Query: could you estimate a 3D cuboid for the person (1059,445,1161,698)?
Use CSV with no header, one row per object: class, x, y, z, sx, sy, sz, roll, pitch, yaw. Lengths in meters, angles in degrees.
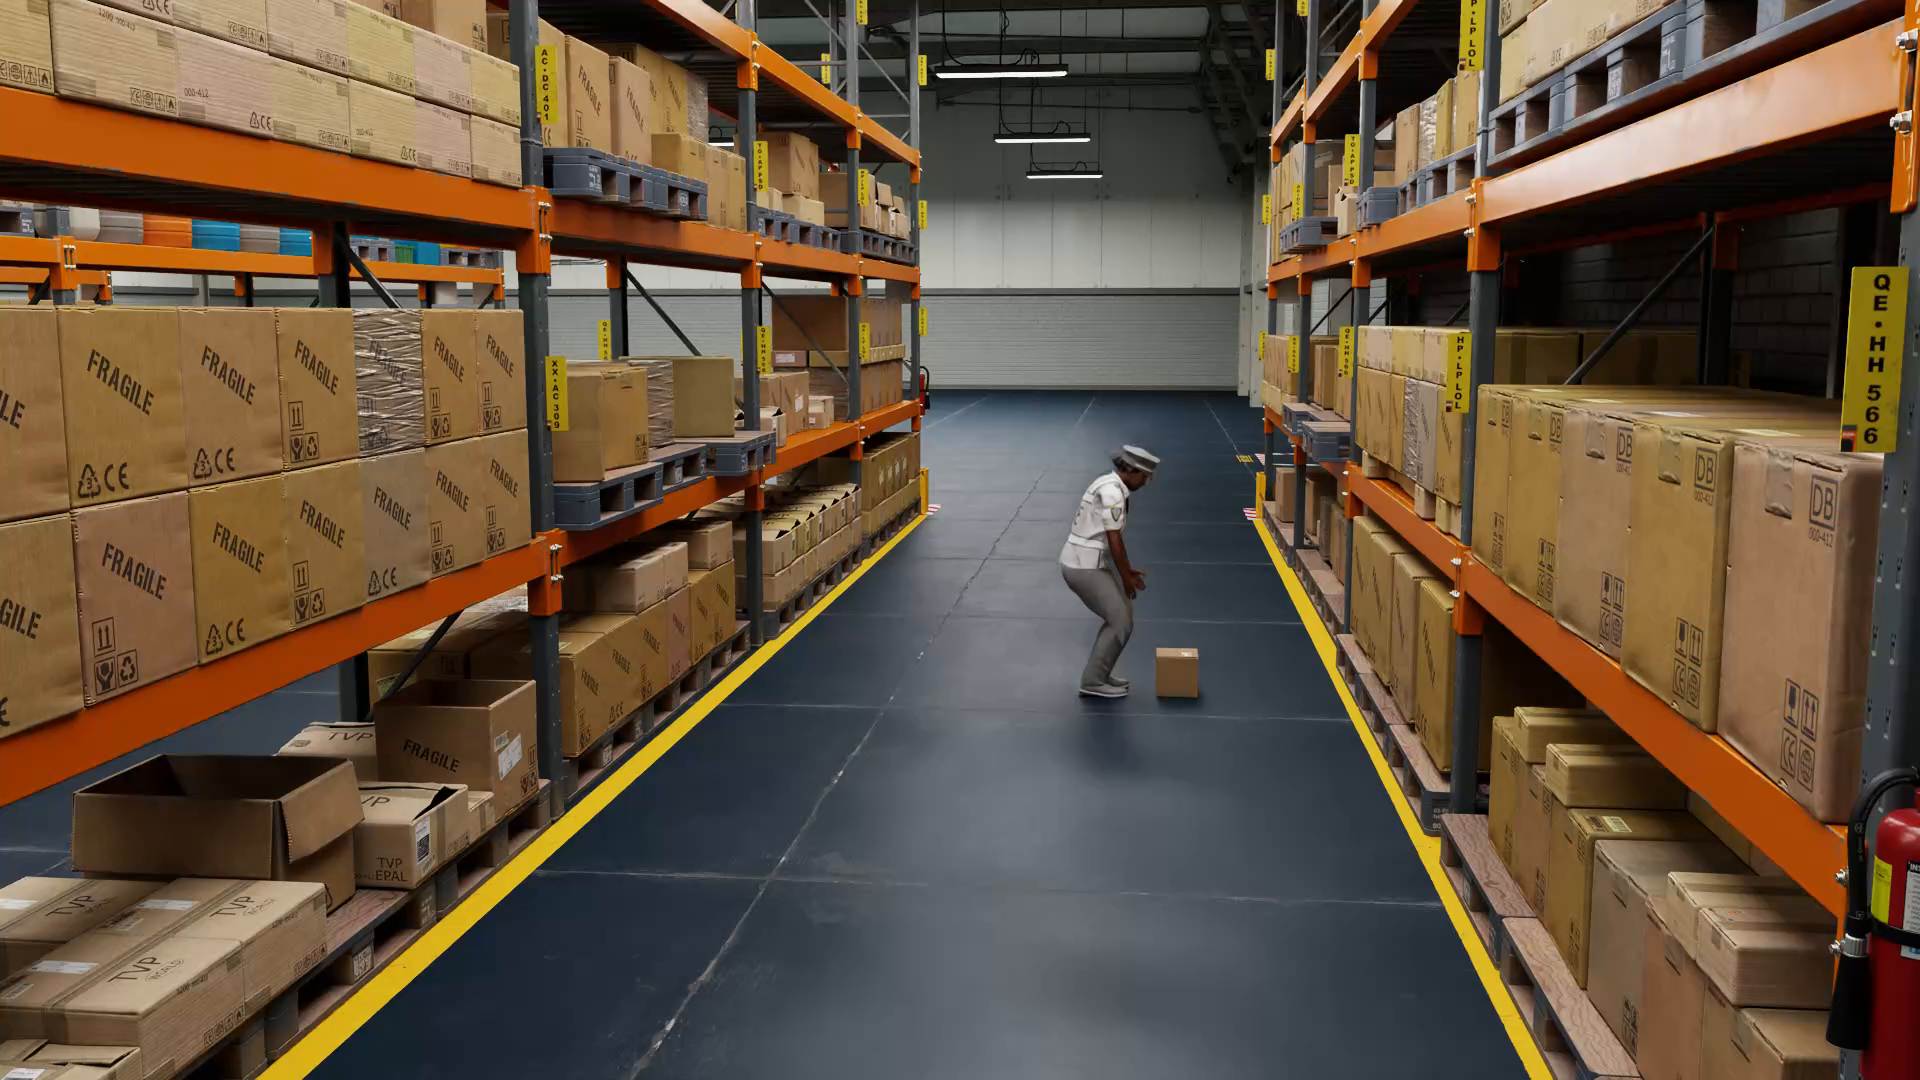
person,0.904,0.182,10.084,0.607,1.508,0.487,1,8,7
